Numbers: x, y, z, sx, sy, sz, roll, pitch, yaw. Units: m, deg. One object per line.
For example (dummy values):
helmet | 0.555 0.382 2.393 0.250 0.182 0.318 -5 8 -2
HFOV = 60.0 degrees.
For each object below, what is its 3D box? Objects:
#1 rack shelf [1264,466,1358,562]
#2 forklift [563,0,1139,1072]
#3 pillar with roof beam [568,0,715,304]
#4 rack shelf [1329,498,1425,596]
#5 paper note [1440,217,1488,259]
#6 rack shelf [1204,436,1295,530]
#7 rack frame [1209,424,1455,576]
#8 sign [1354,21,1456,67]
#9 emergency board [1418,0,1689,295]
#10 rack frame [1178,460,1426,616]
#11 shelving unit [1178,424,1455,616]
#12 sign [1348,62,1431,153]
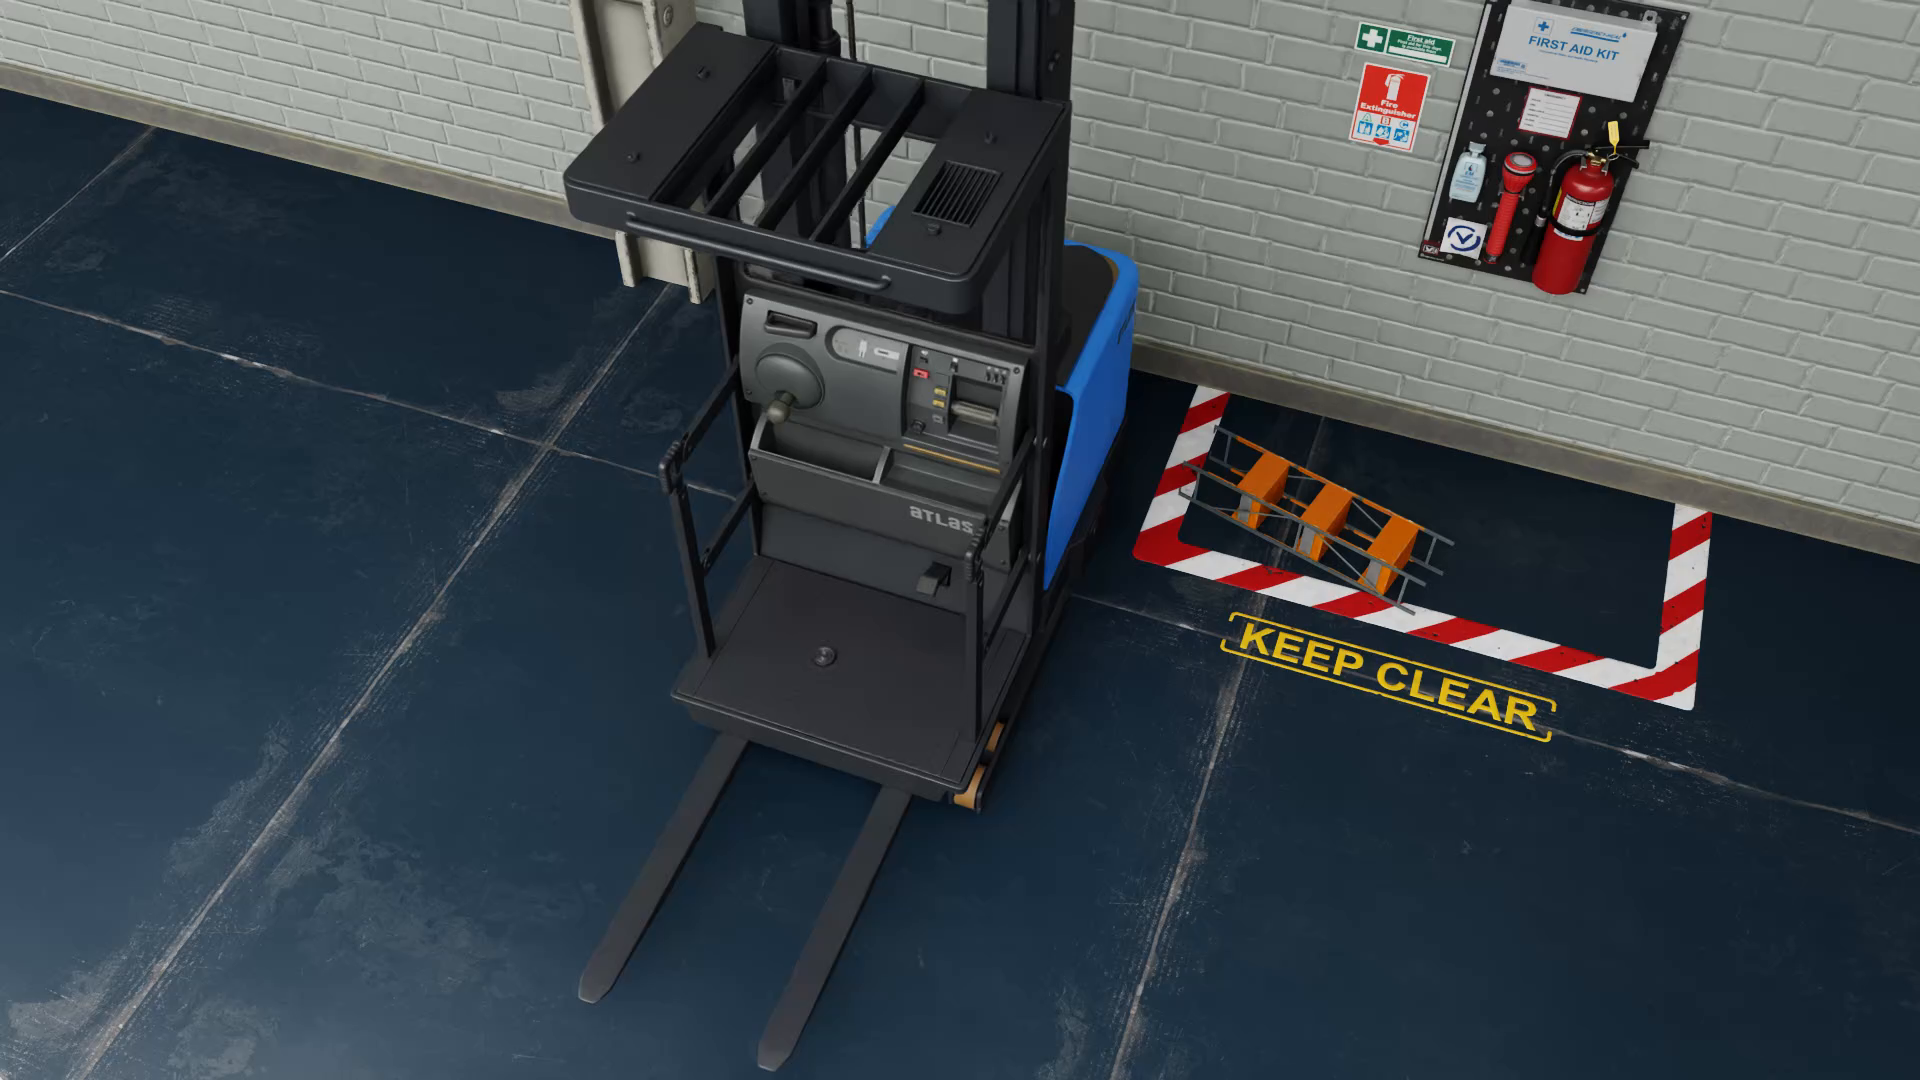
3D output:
rack shelf | 1.376 -0.093 6.542 0.259 0.215 0.240 29 56 22
forklift | -0.324 -0.389 5.014 1.130 2.935 3.031 16 51 13
pillar with roof beam | -2.800 -1.126 1.637 0.400 9.000 9.100 16 51 13
rack shelf | 1.606 0.036 6.437 0.259 0.215 0.240 29 56 22
paper note | 1.873 -1.122 6.187 0.142 0.148 0.016 16 51 13
rack shelf | 1.150 -0.219 6.645 0.259 0.215 0.240 29 56 22
rack frame | 1.456 -0.164 6.602 1.050 0.200 0.008 29 56 22
sign | 1.534 -1.711 5.740 0.331 0.109 0.001 16 51 13
emergency board | 2.016 -1.315 5.772 0.643 1.169 0.194 16 51 13
rack frame | 1.313 -0.012 6.475 1.050 0.200 0.008 29 56 22
shelving unit | 1.384 -0.088 6.538 1.050 0.215 0.252 29 56 22
sign | 1.533 -1.545 5.947 0.234 0.329 0.001 16 51 13
